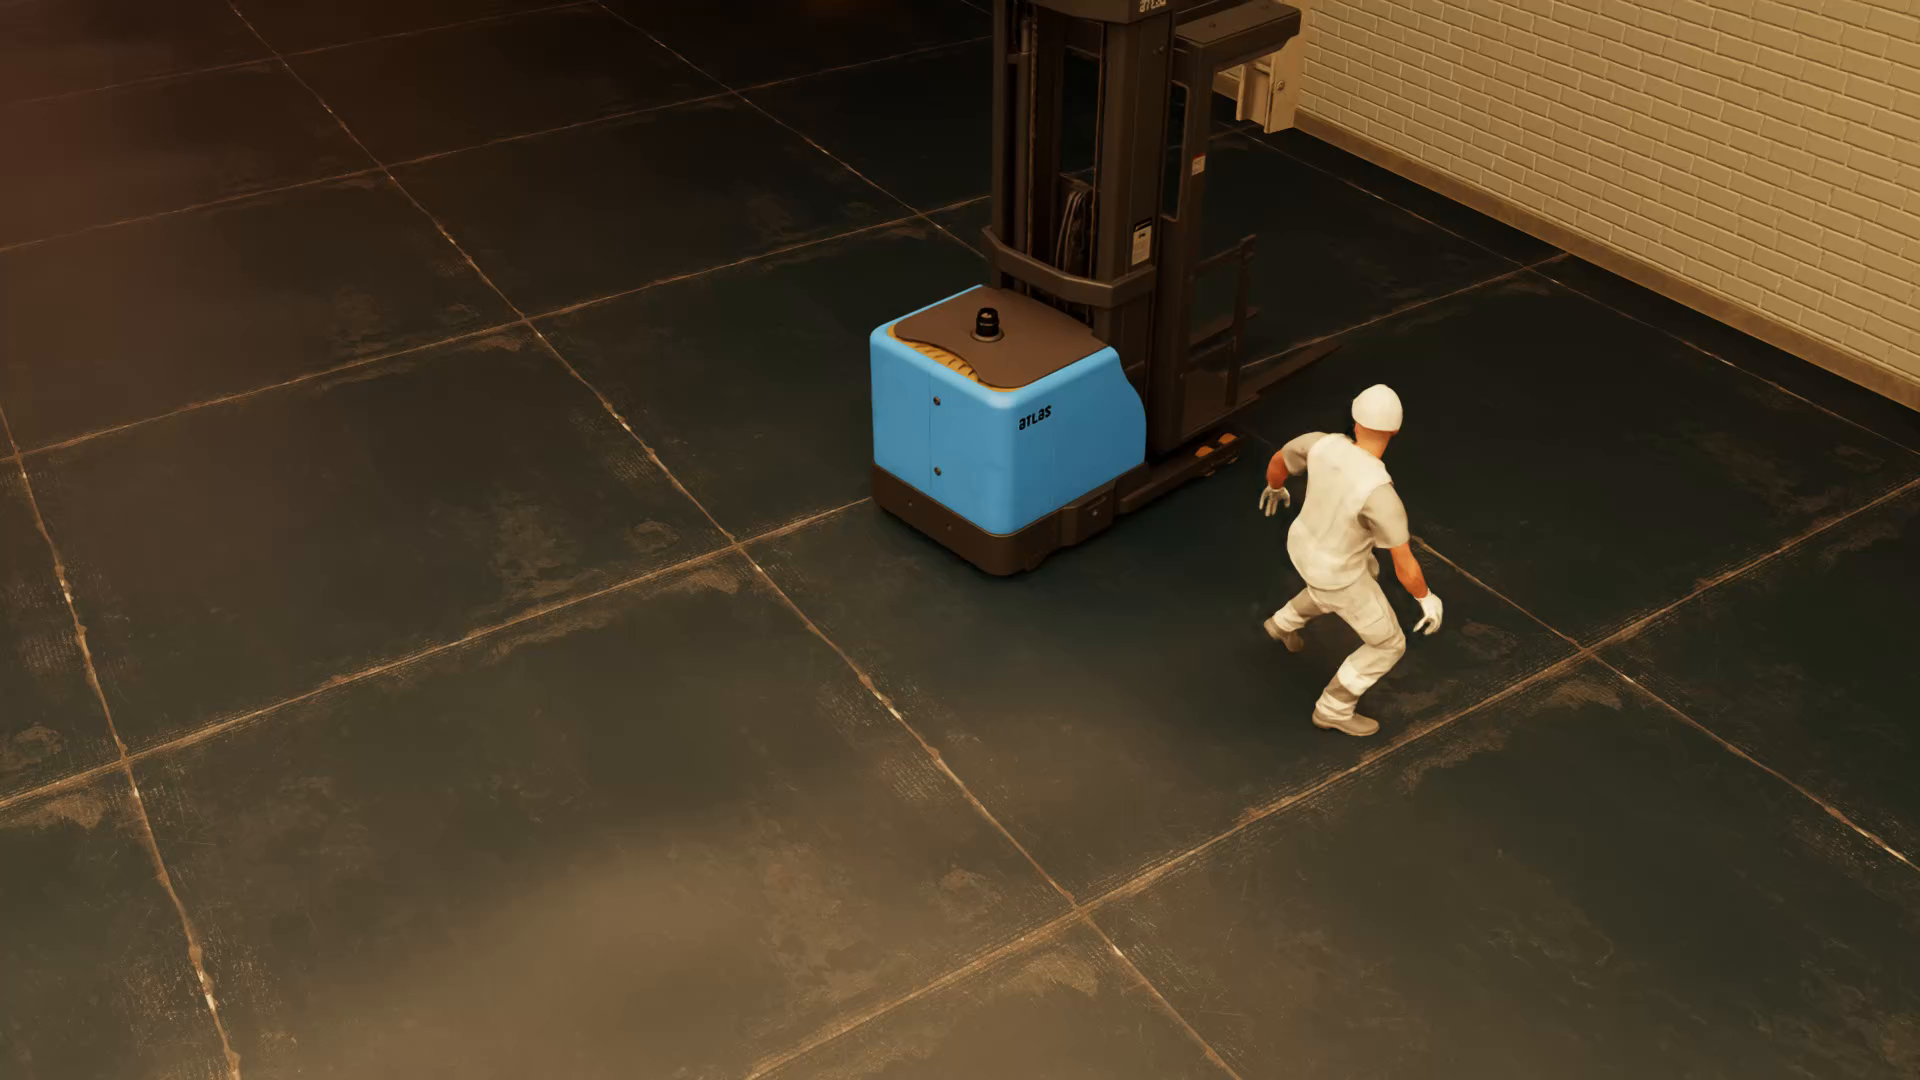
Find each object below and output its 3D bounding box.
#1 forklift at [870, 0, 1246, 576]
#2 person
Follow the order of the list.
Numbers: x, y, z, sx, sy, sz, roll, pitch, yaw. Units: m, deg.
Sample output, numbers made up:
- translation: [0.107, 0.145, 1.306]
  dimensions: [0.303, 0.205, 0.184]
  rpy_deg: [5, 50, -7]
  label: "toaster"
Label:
- translation: [0.954, -1.748, 8.636]
  dimensions: [3.031, 2.935, 1.130]
  rpy_deg: [-28, 44, -34]
  label: "forklift"
- translation: [1.674, 0.024, 7.168]
  dimensions: [0.559, 1.587, 0.908]
  rpy_deg: [-7, 36, -10]
  label: "person"
